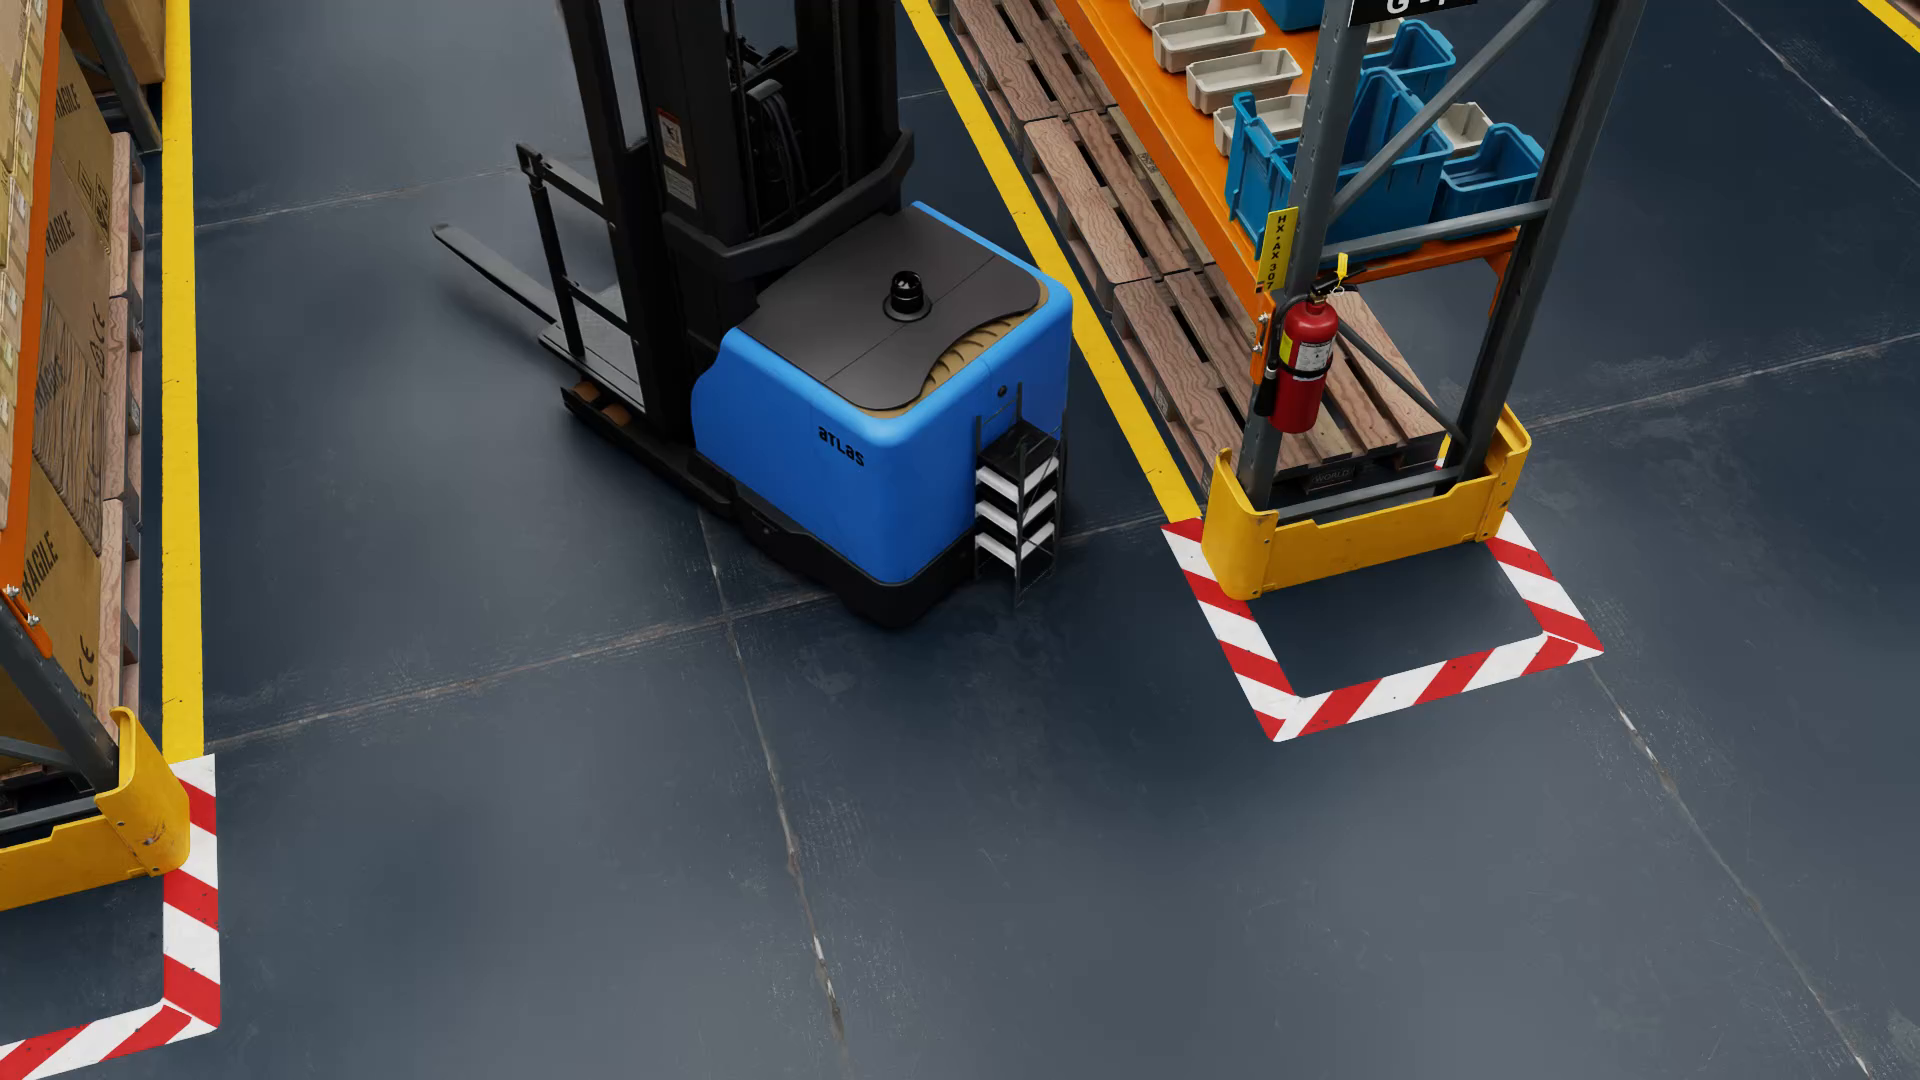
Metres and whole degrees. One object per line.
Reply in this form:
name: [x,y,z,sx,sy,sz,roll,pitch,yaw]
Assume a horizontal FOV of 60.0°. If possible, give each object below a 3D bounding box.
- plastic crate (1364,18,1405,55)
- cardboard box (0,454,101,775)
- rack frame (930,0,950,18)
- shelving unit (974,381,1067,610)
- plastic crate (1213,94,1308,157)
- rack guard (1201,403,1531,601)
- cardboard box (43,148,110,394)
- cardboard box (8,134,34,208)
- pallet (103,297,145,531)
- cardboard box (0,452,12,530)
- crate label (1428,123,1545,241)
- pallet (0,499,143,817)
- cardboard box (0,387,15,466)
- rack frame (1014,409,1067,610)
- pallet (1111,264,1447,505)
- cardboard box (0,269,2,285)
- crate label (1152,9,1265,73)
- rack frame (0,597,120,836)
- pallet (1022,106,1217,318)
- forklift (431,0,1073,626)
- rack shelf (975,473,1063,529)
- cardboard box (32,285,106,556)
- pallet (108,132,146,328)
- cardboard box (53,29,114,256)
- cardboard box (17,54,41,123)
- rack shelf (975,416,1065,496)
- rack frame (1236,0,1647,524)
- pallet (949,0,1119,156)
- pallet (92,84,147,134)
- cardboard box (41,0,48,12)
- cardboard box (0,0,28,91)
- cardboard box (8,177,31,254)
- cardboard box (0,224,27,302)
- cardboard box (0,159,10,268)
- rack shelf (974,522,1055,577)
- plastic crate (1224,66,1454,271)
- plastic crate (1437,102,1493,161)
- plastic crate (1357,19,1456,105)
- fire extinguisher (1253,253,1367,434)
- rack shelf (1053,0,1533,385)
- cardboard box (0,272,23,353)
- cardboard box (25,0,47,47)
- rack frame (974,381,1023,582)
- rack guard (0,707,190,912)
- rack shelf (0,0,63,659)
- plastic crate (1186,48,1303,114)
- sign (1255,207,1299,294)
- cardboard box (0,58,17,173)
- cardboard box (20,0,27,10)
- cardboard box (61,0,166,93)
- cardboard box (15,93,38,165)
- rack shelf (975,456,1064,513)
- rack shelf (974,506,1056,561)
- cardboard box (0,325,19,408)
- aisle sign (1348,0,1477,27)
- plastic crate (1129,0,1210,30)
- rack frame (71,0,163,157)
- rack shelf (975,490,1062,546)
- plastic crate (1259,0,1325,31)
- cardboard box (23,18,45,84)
plastic crate: [1.542,-1.931,6.339,0.250,0.136,0.298,-13,51,-11]
cardboard box: [-3.480,0.226,5.502,0.875,0.875,0.875,-13,51,-11]
rack frame: [0.334,-3.915,7.878,1.000,3.000,0.127,-13,51,-11]
shelving unit: [0.213,-0.147,6.075,0.210,0.900,0.258,34,58,25]
plastic crate: [1.103,-1.483,5.961,0.396,0.136,0.243,-13,51,-11]
rack guard: [1.537,-0.173,6.359,1.175,0.500,0.348,-13,51,-11]
cardboard box: [-4.012,-1.088,6.610,0.875,0.875,0.875,-13,51,-11]
cardboard box: [-3.460,-1.250,5.796,0.380,0.149,0.250,-14,51,-12]
pallet: [-3.883,-0.431,6.765,1.003,0.211,1.213,-13,51,-11]
cardboard box: [-3.004,-0.127,4.849,0.380,0.149,0.250,-13,51,-11]
crate label: [1.759,-1.214,5.671,0.416,0.233,0.303,-13,51,-11]
pallet: [-3.525,0.459,6.015,1.003,0.211,1.213,-13,51,-11]
cardboard box: [-3.081,-0.314,5.007,0.380,0.149,0.250,-14,51,-12]
rack frame: [0.289,-0.095,6.031,0.006,0.900,0.240,34,58,25]
pallet: [1.310,-0.706,6.997,1.003,0.211,1.213,-13,51,-11]
cardboard box: [-3.258,-0.711,5.081,0.500,0.250,0.500,-14,51,-11]
crate label: [0.926,-1.896,6.309,0.396,0.136,0.243,-13,51,-11]
rack frame: [-3.214,0.126,4.471,1.000,3.000,0.127,-13,51,-11]
pallet: [0.953,-1.595,7.747,1.003,0.211,1.213,-13,51,-11]
forklift: [-1.014,-1.614,5.983,3.031,2.935,1.130,34,58,25]
rack shelf: [0.213,-0.183,6.031,0.200,0.077,0.258,34,58,25]
cardboard box: [-3.749,-0.438,6.062,0.875,0.875,0.875,-13,51,-11]
pallet: [-4.247,-1.323,7.517,1.003,0.211,1.213,-13,51,-11]
cardboard box: [-4.278,-1.746,7.164,0.875,0.875,0.875,-13,51,-11]
cardboard box: [-3.614,-1.627,6.114,0.380,0.149,0.250,-14,51,-12]
rack shelf: [0.213,-0.299,5.894,0.200,0.077,0.258,34,58,25]
rack frame: [1.517,-0.994,5.415,1.000,3.000,0.127,-13,51,-11]
pallet: [0.589,-2.488,8.499,1.003,0.211,1.213,-13,51,-11]
pallet: [-4.697,-2.443,8.461,1.003,0.211,1.213,-13,51,-11]
cardboard box: [-3.842,-2.190,6.588,0.380,0.149,0.250,-14,51,-12]
cardboard box: [-3.709,-1.830,6.024,0.500,0.250,0.500,-12,51,-10]
cardboard box: [-3.386,-1.065,5.640,0.380,0.149,0.250,-14,51,-11]
cardboard box: [-3.310,-0.877,5.481,0.380,0.149,0.250,-14,51,-12]
cardboard box: [-3.403,-1.079,5.391,0.500,0.250,0.500,-15,51,-12]
rack shelf: [0.213,-0.009,6.238,0.200,0.077,0.258,34,58,25]
plastic crate: [1.240,-1.227,5.550,0.616,0.435,0.499,-13,51,-11]
plastic crate: [1.743,-1.436,5.921,0.250,0.136,0.298,-13,51,-11]
plastic crate: [1.564,-1.695,6.077,0.416,0.233,0.300,-13,51,-11]
fire extinguisher: [1.128,-0.636,5.408,0.296,0.674,0.183,-13,51,-11]
rack shelf: [0.926,-2.223,6.922,1.077,0.370,4.000,-13,51,-11]
cardboard box: [-3.235,-0.691,5.325,0.380,0.149,0.250,-14,51,-12]
cardboard box: [-3.766,-2.002,6.430,0.380,0.149,0.250,-12,51,-10]
rack frame: [0.137,-0.198,6.118,0.006,0.900,0.240,34,58,25]
rack guard: [-3.207,0.949,5.412,1.175,0.500,0.348,-13,51,-11]
rack shelf: [-3.806,-1.103,5.978,1.077,0.370,4.000,-13,51,-11]
plastic crate: [1.031,-1.698,6.142,0.396,0.136,0.243,-13,51,-11]
sign: [0.997,-0.910,5.238,0.100,0.325,0.005,-13,51,-11]
cardboard box: [-3.563,-1.459,5.711,0.500,0.250,0.500,-14,51,-12]
cardboard box: [-3.860,-2.202,6.338,0.500,0.250,0.500,-12,51,-10]
cardboard box: [-4.605,-2.709,7.976,1.225,0.875,0.875,-13,51,-11]
cardboard box: [-3.539,-1.441,5.957,0.380,0.149,0.250,-13,51,-10]
rack shelf: [0.213,-0.241,5.963,0.200,0.077,0.258,34,58,25]
rack shelf: [0.213,-0.067,6.169,0.200,0.077,0.258,34,58,25]
cardboard box: [-3.157,-0.501,5.164,0.380,0.149,0.250,-14,51,-12]
aisle sign: [1.259,-1.713,4.321,0.394,0.787,0.004,-13,51,-11]
plastic crate: [0.820,-2.108,6.488,0.298,0.136,0.250,-13,51,-11]
rack frame: [-4.397,-2.795,6.934,1.000,3.000,0.127,-13,51,-11]
rack shelf: [0.213,-0.125,6.100,0.200,0.077,0.258,34,58,25]
plastic crate: [1.369,-2.175,6.482,0.416,0.233,0.300,-13,51,-11]
cardboard box: [-3.689,-1.814,6.271,0.380,0.149,0.250,-12,51,-10]
